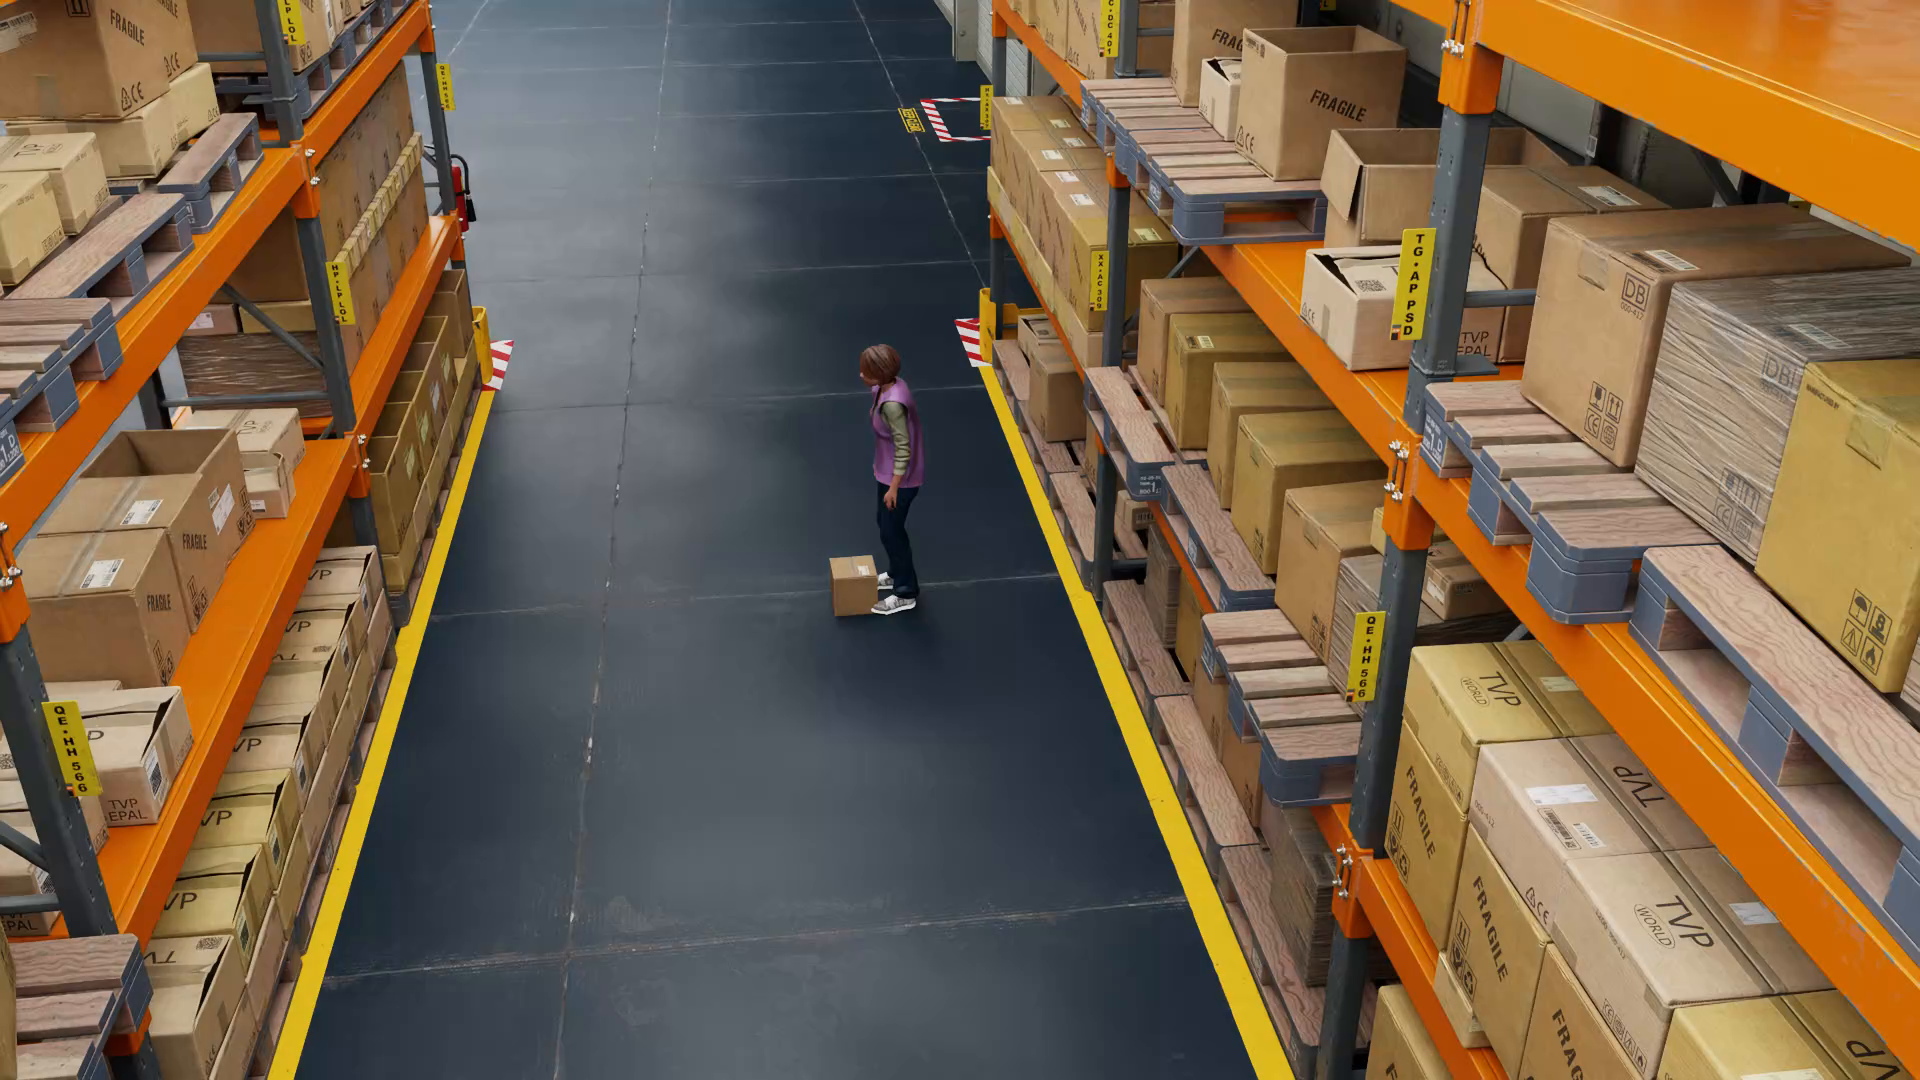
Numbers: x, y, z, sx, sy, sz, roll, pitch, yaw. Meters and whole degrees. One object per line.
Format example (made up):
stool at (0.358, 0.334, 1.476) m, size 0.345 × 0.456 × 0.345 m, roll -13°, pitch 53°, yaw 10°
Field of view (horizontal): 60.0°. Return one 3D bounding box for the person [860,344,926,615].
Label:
person at (-0.375, -0.346, 9.306) m, size 0.346 × 1.582 × 0.477 m, roll -4°, pitch 28°, yaw -9°
